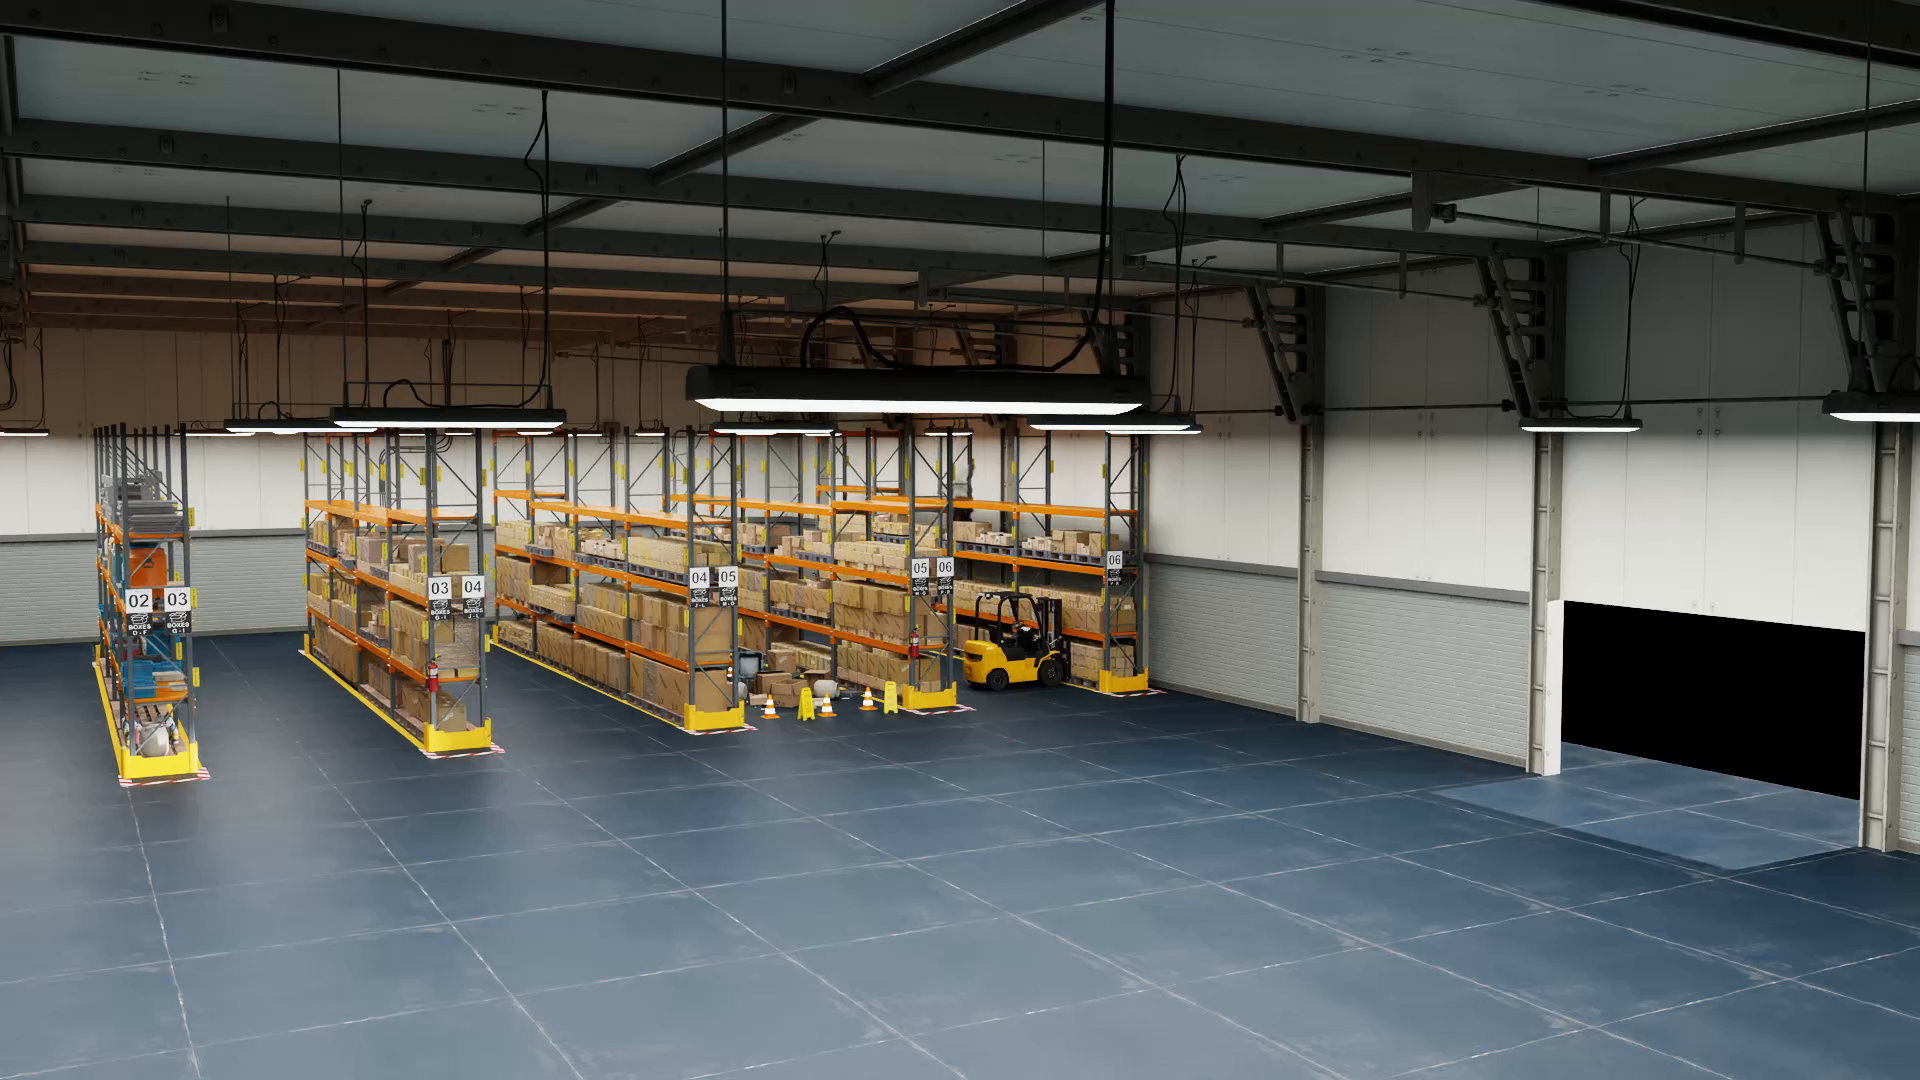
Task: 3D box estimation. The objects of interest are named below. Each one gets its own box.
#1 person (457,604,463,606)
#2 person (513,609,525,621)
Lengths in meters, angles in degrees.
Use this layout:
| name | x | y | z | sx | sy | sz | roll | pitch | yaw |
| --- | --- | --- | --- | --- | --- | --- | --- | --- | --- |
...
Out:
| name | x | y | z | sx | sy | sz | roll | pitch | yaw |
| --- | --- | --- | --- | --- | --- | --- | --- | --- | --- |
| person | -14.281 | 2.100 | 46.389 | 0.870 | 1.630 | 0.837 | 0 | 3 | 6 |
| person | -12.830 | 2.024 | 48.467 | 0.482 | 1.530 | 0.749 | 0 | 3 | -2 |
